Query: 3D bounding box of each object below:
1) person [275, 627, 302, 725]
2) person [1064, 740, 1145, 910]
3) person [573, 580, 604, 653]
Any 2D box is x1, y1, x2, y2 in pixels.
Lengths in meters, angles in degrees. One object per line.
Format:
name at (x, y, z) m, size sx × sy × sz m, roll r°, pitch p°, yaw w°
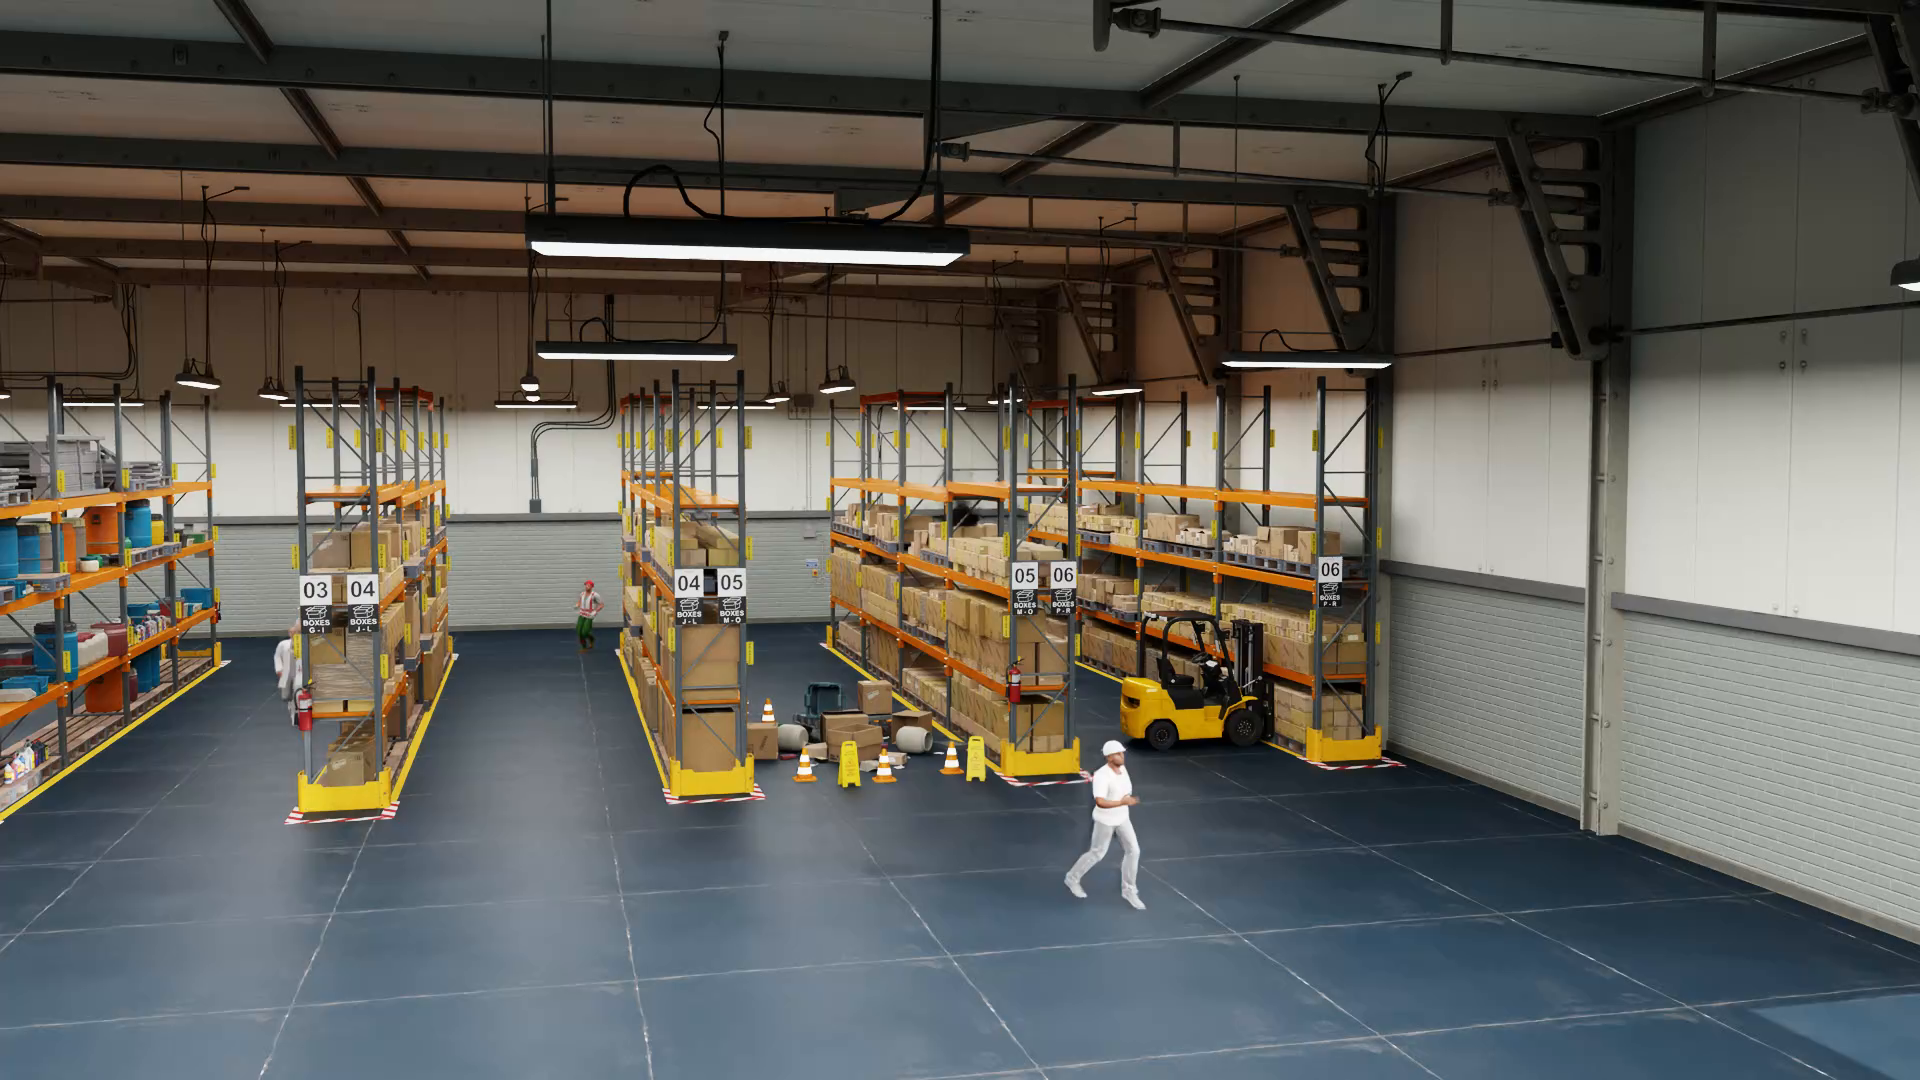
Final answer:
person at (-11.803, 2.385, 29.534) m, size 0.717 × 1.714 × 0.681 m, roll -1°, pitch 3°, yaw -9°
person at (1.592, 3.049, 17.955) m, size 0.911 × 1.812 × 0.711 m, roll 3°, pitch 4°, yaw 40°
person at (-8.772, 1.805, 39.235) m, size 0.684 × 1.728 × 0.642 m, roll 2°, pitch 4°, yaw 24°
